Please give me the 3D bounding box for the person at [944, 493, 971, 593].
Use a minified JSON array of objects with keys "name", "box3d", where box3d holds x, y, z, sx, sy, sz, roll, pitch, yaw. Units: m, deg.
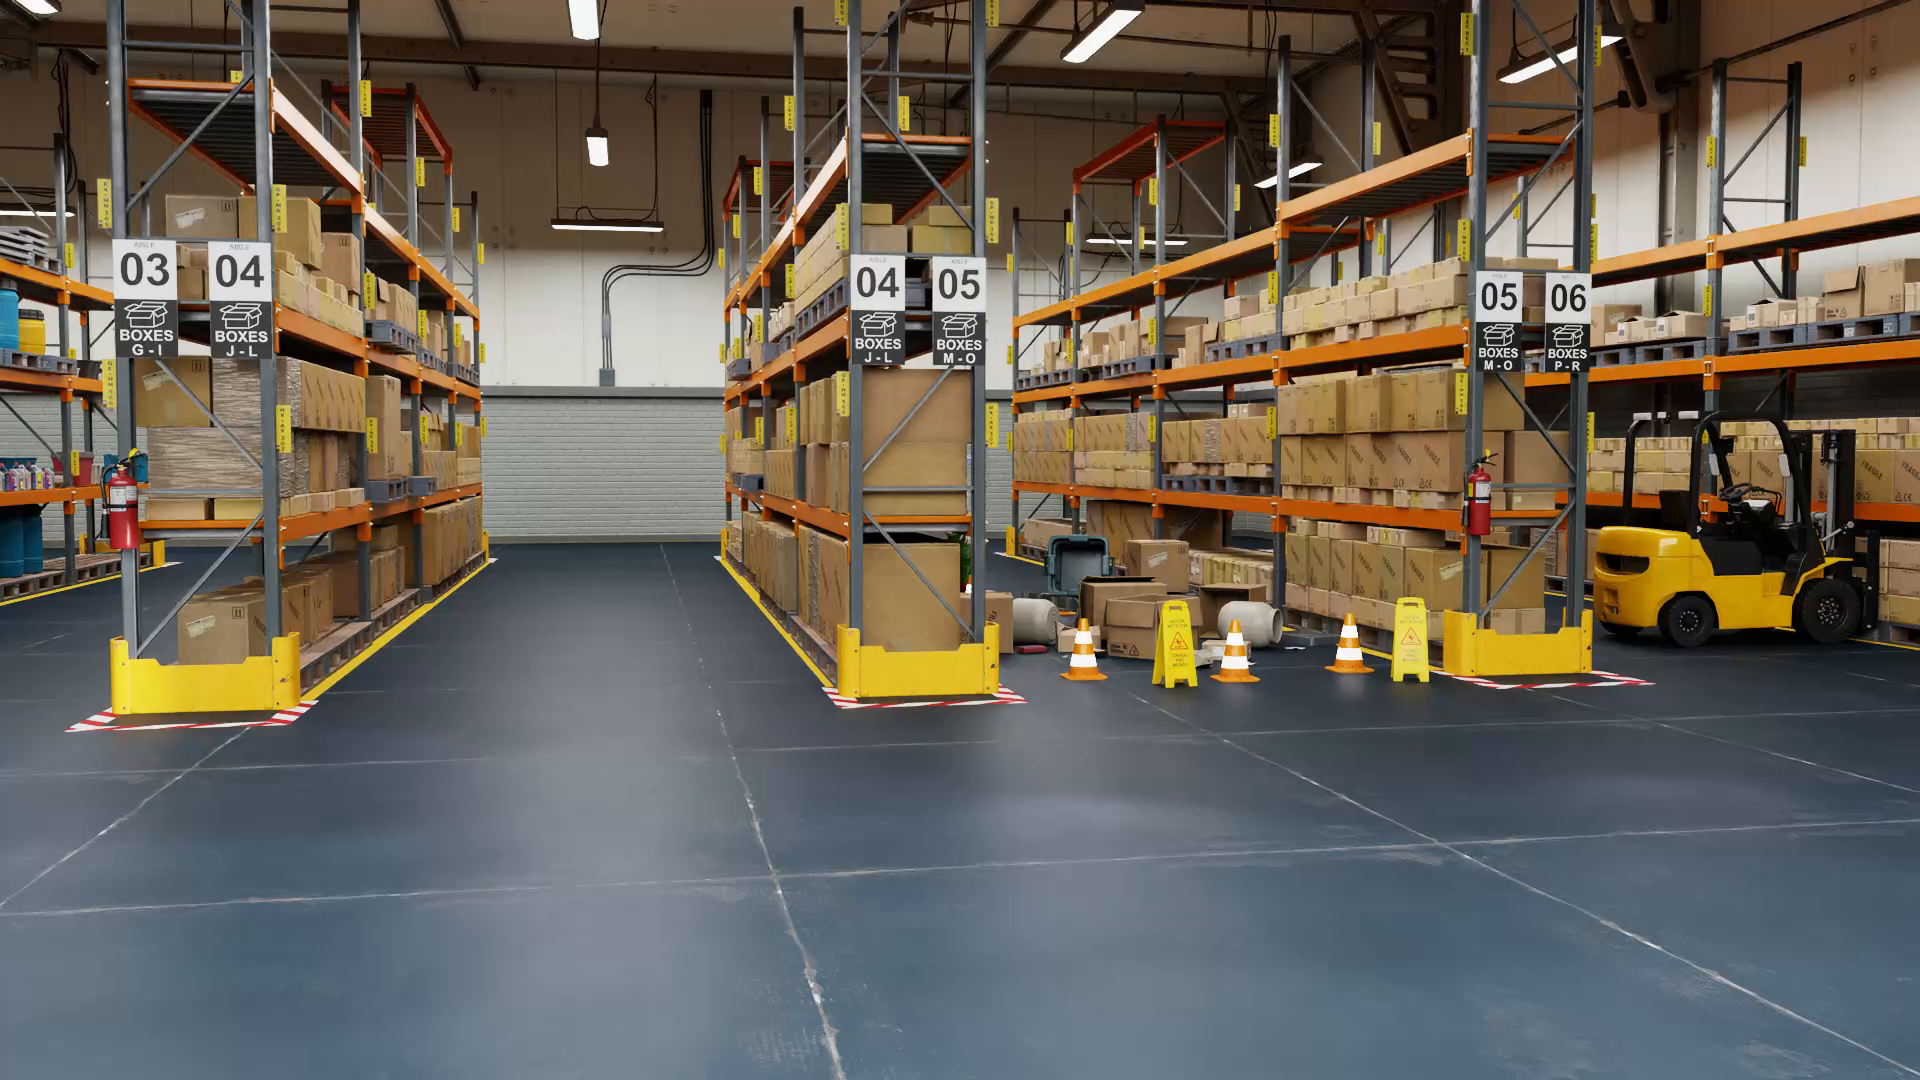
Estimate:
[{"name":"person","box3d":[0.064,-0.084,18.254,0.564,1.787,0.638,-1,3,-11]}]
